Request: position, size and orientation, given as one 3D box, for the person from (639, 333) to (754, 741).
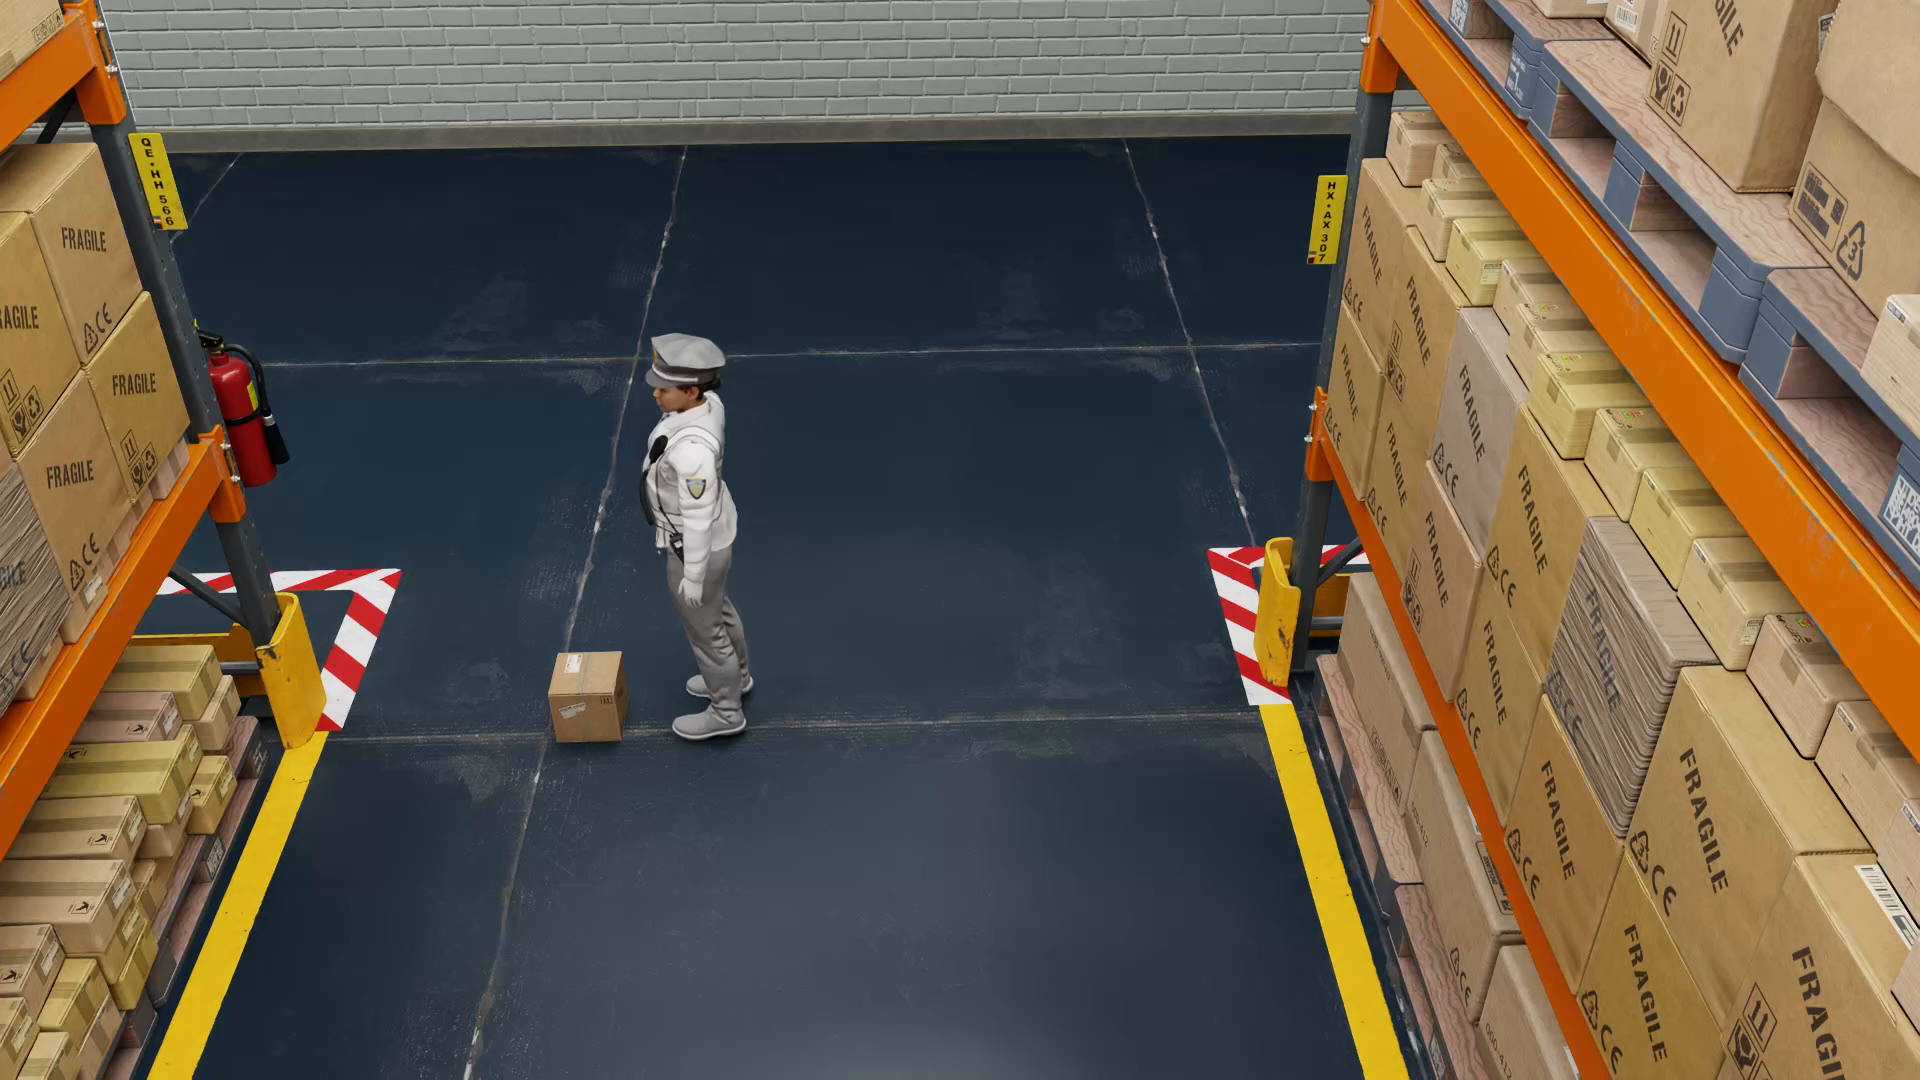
[{"bbox_3d":[-0.960,0.020,6.090,0.334,1.708,0.496,-1,35,-2],"label":"person"}]
